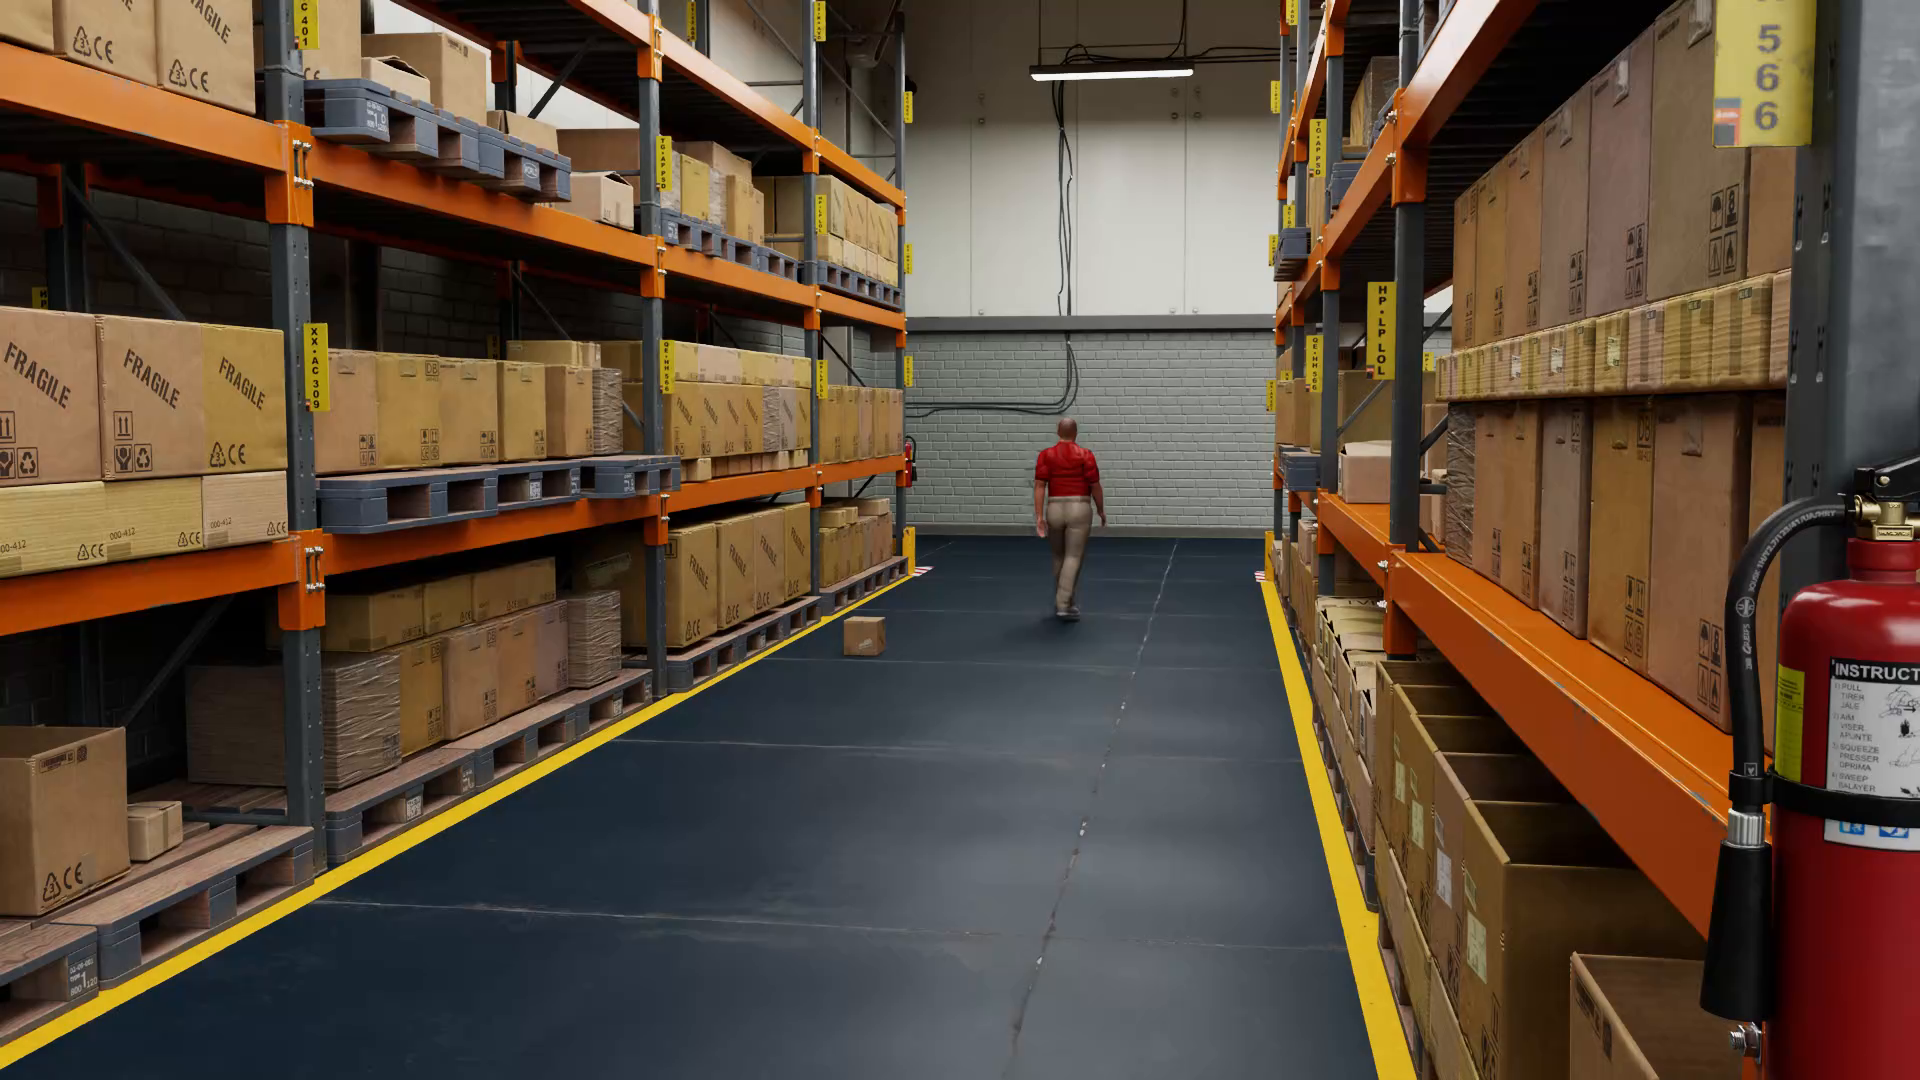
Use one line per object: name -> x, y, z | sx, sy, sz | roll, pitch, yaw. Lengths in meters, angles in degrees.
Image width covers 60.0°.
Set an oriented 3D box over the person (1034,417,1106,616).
person -> 0.980, -0.198, 14.284 | 0.534, 1.712, 0.896 | 2, 5, 25
